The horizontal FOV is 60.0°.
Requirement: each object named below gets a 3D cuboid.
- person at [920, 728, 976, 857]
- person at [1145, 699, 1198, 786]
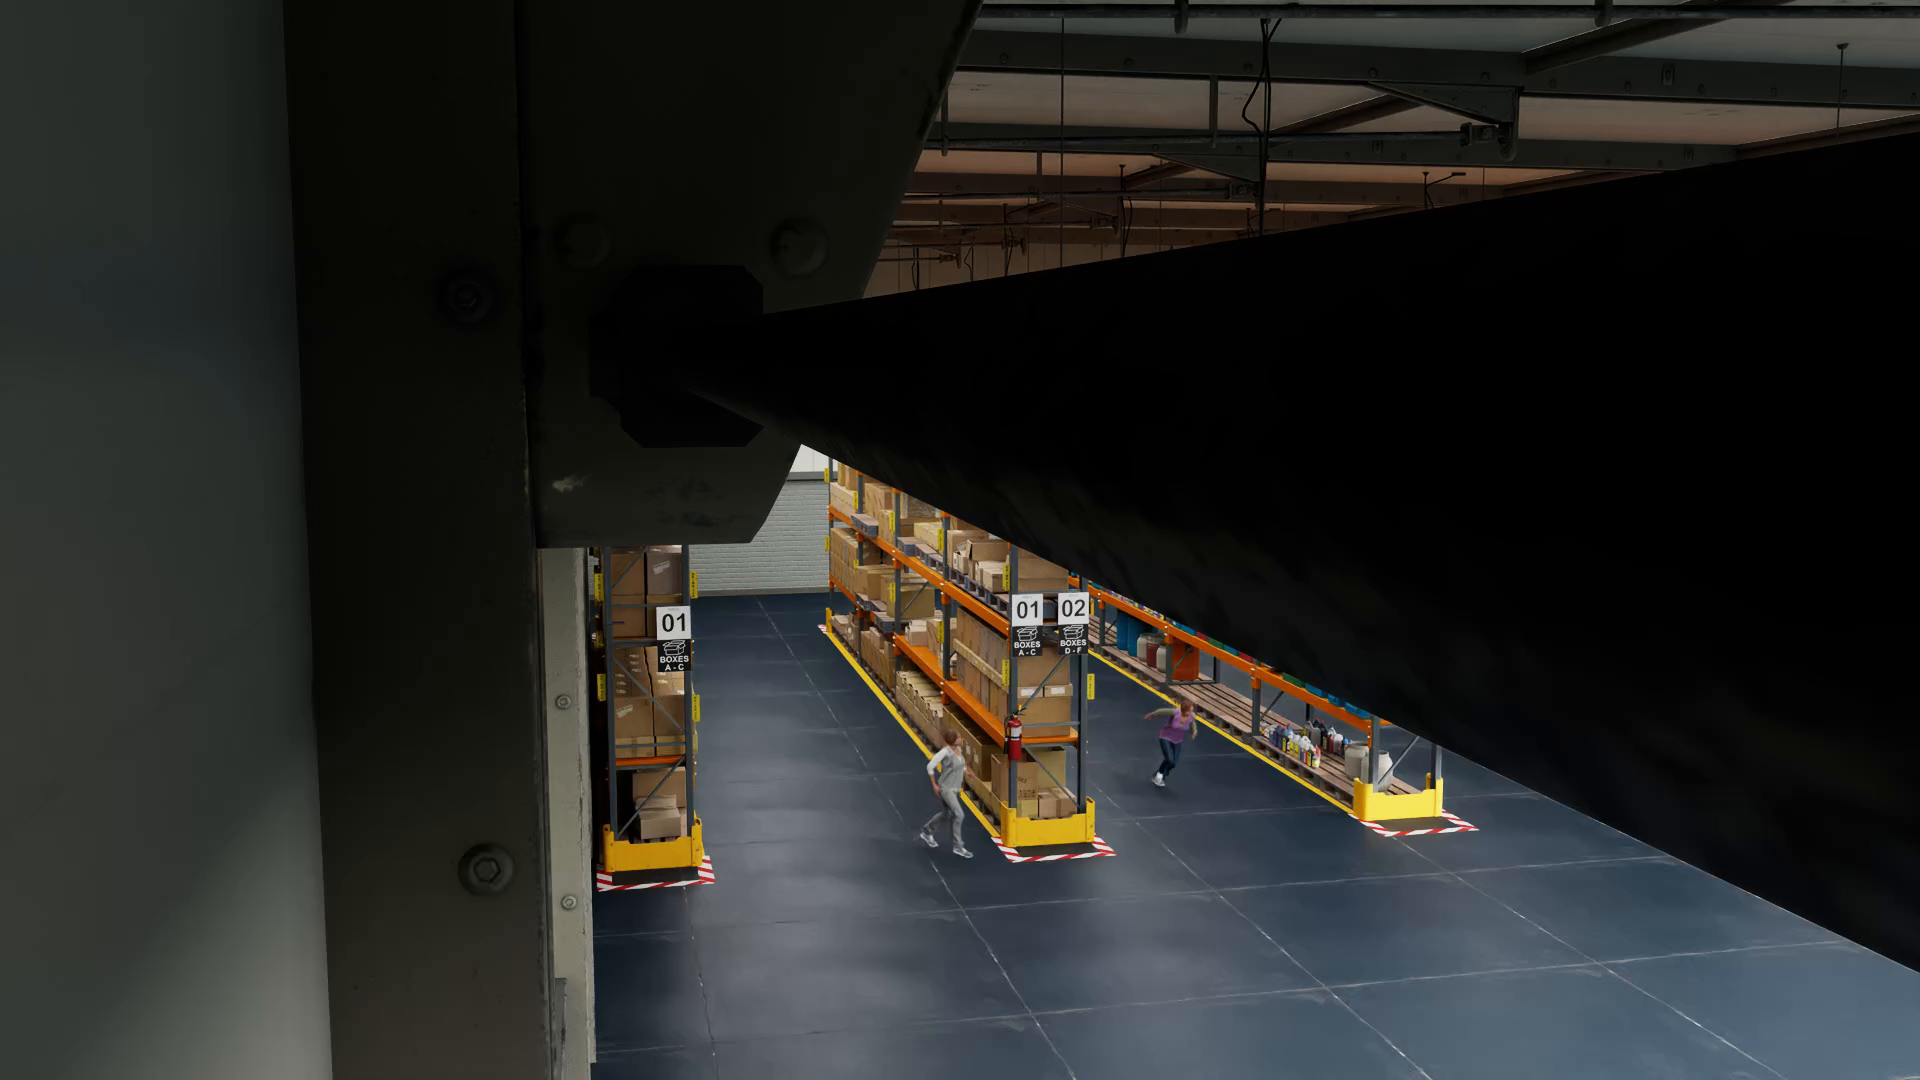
[{"bbox_3d":[-0.175,3.097,20.580,0.769,1.590,0.552,3,8,26],"label":"person"},{"bbox_3d":[3.009,2.876,23.450,0.510,1.342,0.925,-2,7,-19],"label":"person"}]
